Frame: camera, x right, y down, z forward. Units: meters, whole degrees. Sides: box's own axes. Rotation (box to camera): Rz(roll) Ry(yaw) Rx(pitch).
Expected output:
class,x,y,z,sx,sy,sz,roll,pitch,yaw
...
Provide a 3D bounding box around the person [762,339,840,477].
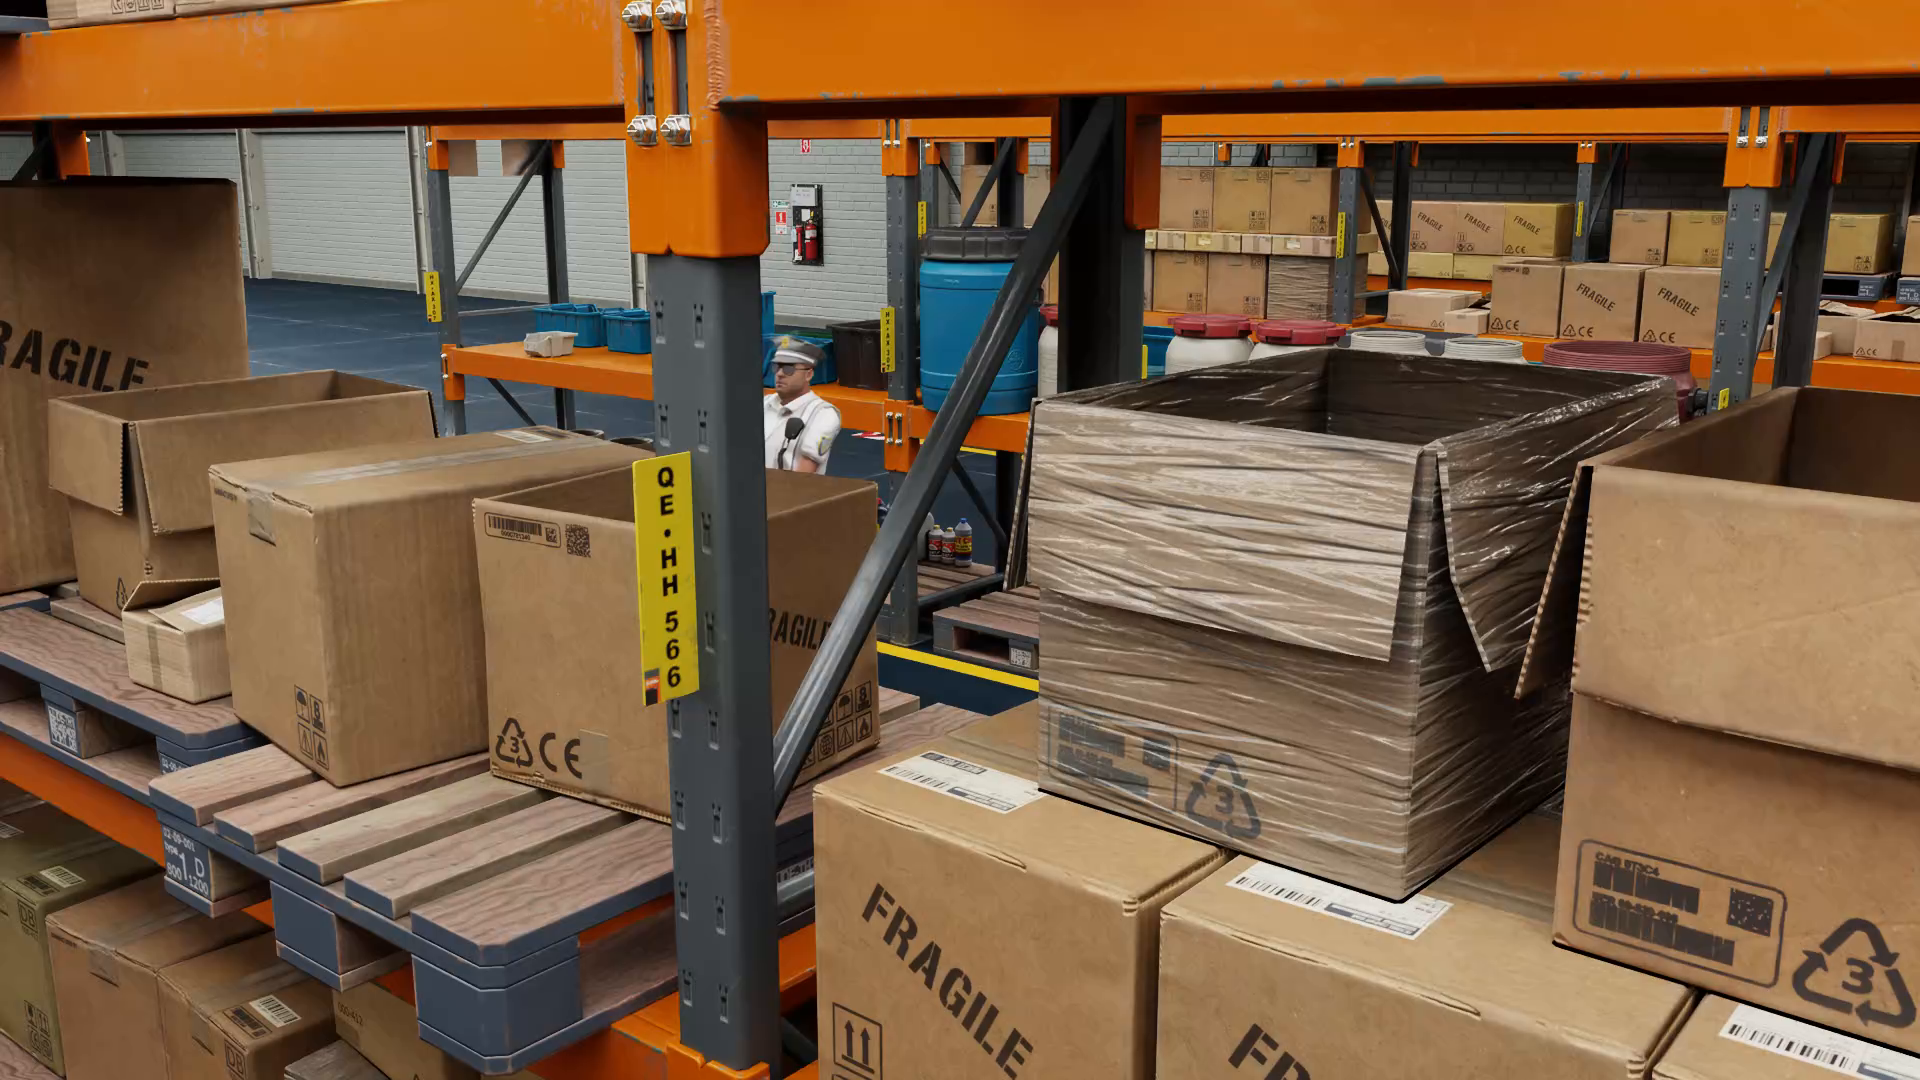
class,x,y,z,sx,sy,sz,roll,pitch,yaw
person,-0.804,-0.066,7.748,0.568,1.750,0.440,10,16,36
